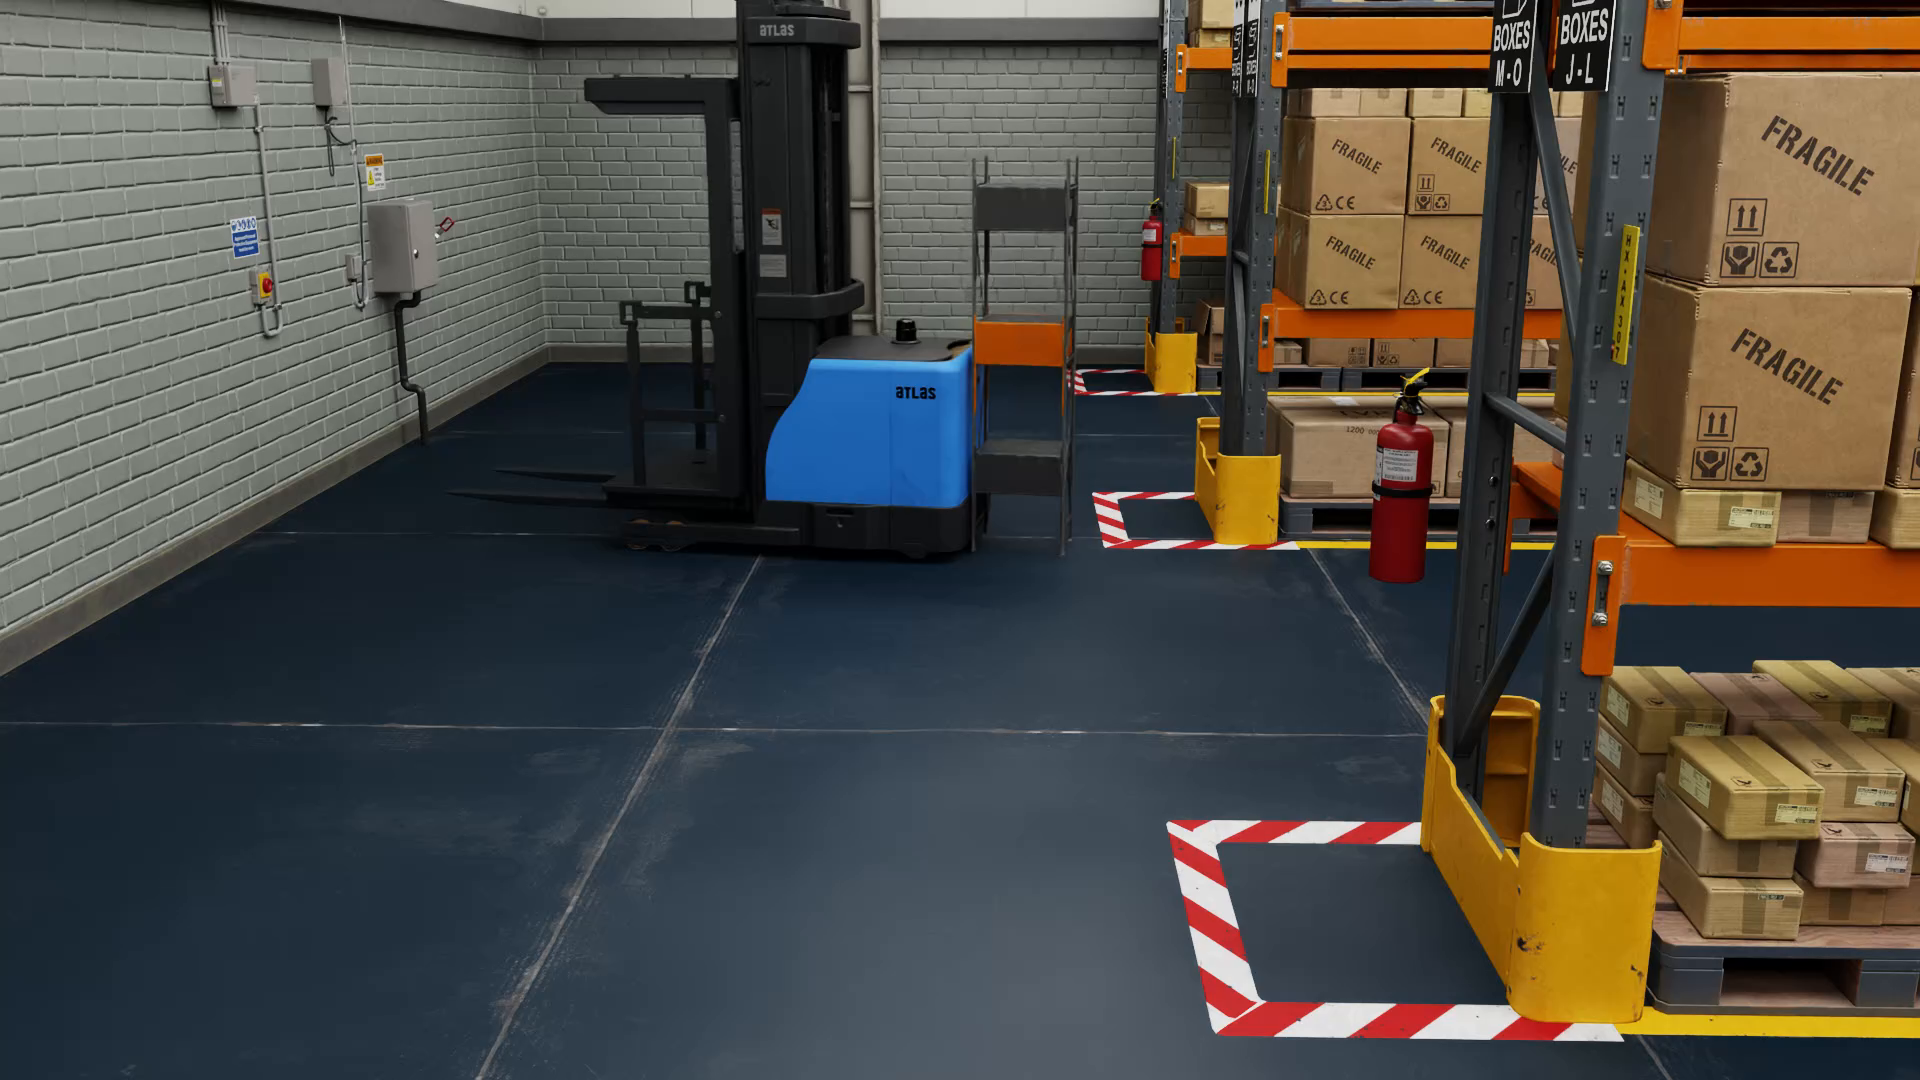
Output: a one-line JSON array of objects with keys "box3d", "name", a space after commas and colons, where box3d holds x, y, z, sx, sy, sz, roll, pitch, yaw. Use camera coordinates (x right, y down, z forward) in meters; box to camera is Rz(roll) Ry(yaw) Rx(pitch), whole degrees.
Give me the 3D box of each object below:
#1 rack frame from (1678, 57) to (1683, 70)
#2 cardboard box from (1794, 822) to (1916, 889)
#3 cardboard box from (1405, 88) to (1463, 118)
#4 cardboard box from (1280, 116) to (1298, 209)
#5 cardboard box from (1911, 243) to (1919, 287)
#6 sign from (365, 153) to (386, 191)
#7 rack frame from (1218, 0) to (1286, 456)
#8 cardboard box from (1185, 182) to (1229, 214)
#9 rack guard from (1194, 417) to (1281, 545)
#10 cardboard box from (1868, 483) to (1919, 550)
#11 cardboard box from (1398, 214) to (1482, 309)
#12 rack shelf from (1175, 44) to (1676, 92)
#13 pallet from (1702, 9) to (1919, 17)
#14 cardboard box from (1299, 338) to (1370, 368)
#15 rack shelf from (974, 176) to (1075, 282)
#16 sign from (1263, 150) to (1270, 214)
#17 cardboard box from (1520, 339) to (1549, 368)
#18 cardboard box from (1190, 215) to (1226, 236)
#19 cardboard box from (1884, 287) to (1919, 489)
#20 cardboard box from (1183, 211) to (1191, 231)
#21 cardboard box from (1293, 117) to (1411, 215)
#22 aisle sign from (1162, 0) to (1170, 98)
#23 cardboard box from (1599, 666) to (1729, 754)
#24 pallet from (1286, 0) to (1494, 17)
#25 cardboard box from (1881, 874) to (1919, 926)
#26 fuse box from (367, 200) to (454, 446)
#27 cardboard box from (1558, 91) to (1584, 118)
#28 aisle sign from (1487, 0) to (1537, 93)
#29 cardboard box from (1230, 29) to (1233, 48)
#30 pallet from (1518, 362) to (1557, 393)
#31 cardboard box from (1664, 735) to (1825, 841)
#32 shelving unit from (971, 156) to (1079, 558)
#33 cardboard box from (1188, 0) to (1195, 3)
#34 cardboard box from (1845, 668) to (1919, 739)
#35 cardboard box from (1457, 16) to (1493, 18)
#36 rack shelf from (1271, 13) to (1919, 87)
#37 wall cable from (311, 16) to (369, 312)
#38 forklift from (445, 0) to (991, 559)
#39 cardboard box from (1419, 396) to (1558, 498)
[{"box3d": [5.757, -2.811, 14.116, 0.127, 3.000, 1.000, 0, 15, 1], "name": "rack frame"}, {"box3d": [2.399, 0.808, 4.579, 0.250, 0.149, 0.380, 0, 15, 1], "name": "cardboard box"}, {"box3d": [2.504, -2.330, 8.862, 0.250, 0.149, 0.380, 1, 15, 3], "name": "cardboard box"}, {"box3d": [2.123, -2.161, 9.495, 0.500, 0.500, 0.500, 1, 15, 3], "name": "cardboard box"}, {"box3d": [2.556, -0.912, 4.177, 0.500, 0.500, 0.500, 1, 15, 3], "name": "cardboard box"}, {"box3d": [-4.011, -2.524, 11.407, 0.001, 0.242, 0.339, 0, 15, 1], "name": "sign"}, {"box3d": [1.635, -1.572, 9.417, 0.127, 3.000, 1.000, 0, 15, 1], "name": "rack frame"}, {"box3d": [2.225, -2.973, 14.441, 0.500, 0.250, 0.500, 1, 15, 3], "name": "cardboard box"}, {"box3d": [1.611, -0.363, 9.736, 0.348, 0.500, 1.175, 0, 15, 1], "name": "rack guard"}, {"box3d": [2.448, -0.095, 4.312, 0.250, 0.149, 0.380, 0, 15, 0], "name": "cardboard box"}, {"box3d": [2.614, -1.547, 9.129, 0.500, 0.500, 0.500, 0, 15, 1], "name": "cardboard box"}, {"box3d": [3.758, -3.927, 13.874, 4.000, 0.370, 1.077, 0, 15, 1], "name": "rack shelf"}, {"box3d": [4.816, -2.961, 8.977, 1.213, 0.211, 1.003, 0, 15, 1], "name": "pallet"}, {"box3d": [3.221, -1.788, 14.315, 0.500, 0.500, 0.700, 1, 15, 4], "name": "cardboard box"}, {"box3d": [0.347, -1.645, 8.770, 0.480, 0.518, 0.431, 3, 15, 11], "name": "rack shelf"}, {"box3d": [1.615, -1.887, 8.760, 0.005, 0.325, 0.100, 0, 15, 1], "name": "sign"}, {"box3d": [4.836, -1.624, 14.150, 0.258, 0.266, 0.396, 1, 15, 3], "name": "cardboard box"}, {"box3d": [2.080, -2.644, 13.973, 0.250, 0.149, 0.380, 0, 15, 1], "name": "cardboard box"}, {"box3d": [2.587, -0.430, 4.312, 0.500, 0.500, 0.500, 0, 15, 2], "name": "cardboard box"}, {"box3d": [2.096, -2.782, 14.498, 0.250, 0.149, 0.380, 0, 15, 1], "name": "cardboard box"}, {"box3d": [2.108, -2.028, 8.989, 0.500, 0.500, 0.500, 0, 15, 0], "name": "cardboard box"}, {"box3d": [1.683, -4.020, 13.601, 0.004, 0.787, 0.394, 0, 15, 1], "name": "aisle sign"}, {"box3d": [2.146, 0.518, 5.096, 0.250, 0.149, 0.380, 1, 15, 2], "name": "cardboard box"}, {"box3d": [2.377, -2.977, 9.037, 1.213, 0.211, 1.003, 0, 15, 1], "name": "pallet"}, {"box3d": [2.638, 0.933, 4.691, 0.250, 0.149, 0.380, 1, 15, 2], "name": "cardboard box"}, {"box3d": [-3.803, -1.514, 11.725, 0.414, 1.711, 0.539, 0, 15, 1], "name": "fuse box"}, {"box3d": [3.280, -2.332, 8.871, 0.250, 0.149, 0.380, 1, 15, 2], "name": "cardboard box"}, {"box3d": [1.545, -1.643, 4.590, 0.004, 0.787, 0.394, 0, 15, 1], "name": "aisle sign"}, {"box3d": [2.334, -4.110, 13.650, 0.250, 0.149, 0.380, 1, 15, 2], "name": "cardboard box"}, {"box3d": [5.070, -1.468, 14.490, 1.213, 0.211, 1.003, 0, 15, 1], "name": "pallet"}, {"box3d": [2.125, 0.669, 4.522, 0.250, 0.149, 0.380, 0, 15, -1], "name": "cardboard box"}, {"box3d": [0.347, -0.982, 8.945, 0.503, 2.100, 0.431, 3, 15, 11], "name": "shelving unit"}, {"box3d": [2.210, -4.669, 14.008, 0.500, 0.250, 0.500, 0, 15, 0], "name": "cardboard box"}, {"box3d": [2.915, 0.521, 5.083, 0.250, 0.149, 0.380, 0, 15, -1], "name": "cardboard box"}, {"box3d": [4.237, -4.279, 13.511, 0.500, 0.250, 0.500, 1, 15, 3], "name": "cardboard box"}, {"box3d": [3.635, -2.661, 9.077, 4.000, 0.370, 1.077, 0, 15, 1], "name": "rack shelf"}, {"box3d": [-3.978, -2.455, 10.775, 0.122, 1.984, 0.588, 0, 15, 1], "name": "wall cable"}, {"box3d": [-1.391, -1.482, 9.212, 3.031, 2.935, 1.130, 3, 15, 11], "name": "forklift"}, {"box3d": [3.213, -0.553, 9.756, 0.875, 0.438, 0.875, 1, 15, 3], "name": "cardboard box"}]
